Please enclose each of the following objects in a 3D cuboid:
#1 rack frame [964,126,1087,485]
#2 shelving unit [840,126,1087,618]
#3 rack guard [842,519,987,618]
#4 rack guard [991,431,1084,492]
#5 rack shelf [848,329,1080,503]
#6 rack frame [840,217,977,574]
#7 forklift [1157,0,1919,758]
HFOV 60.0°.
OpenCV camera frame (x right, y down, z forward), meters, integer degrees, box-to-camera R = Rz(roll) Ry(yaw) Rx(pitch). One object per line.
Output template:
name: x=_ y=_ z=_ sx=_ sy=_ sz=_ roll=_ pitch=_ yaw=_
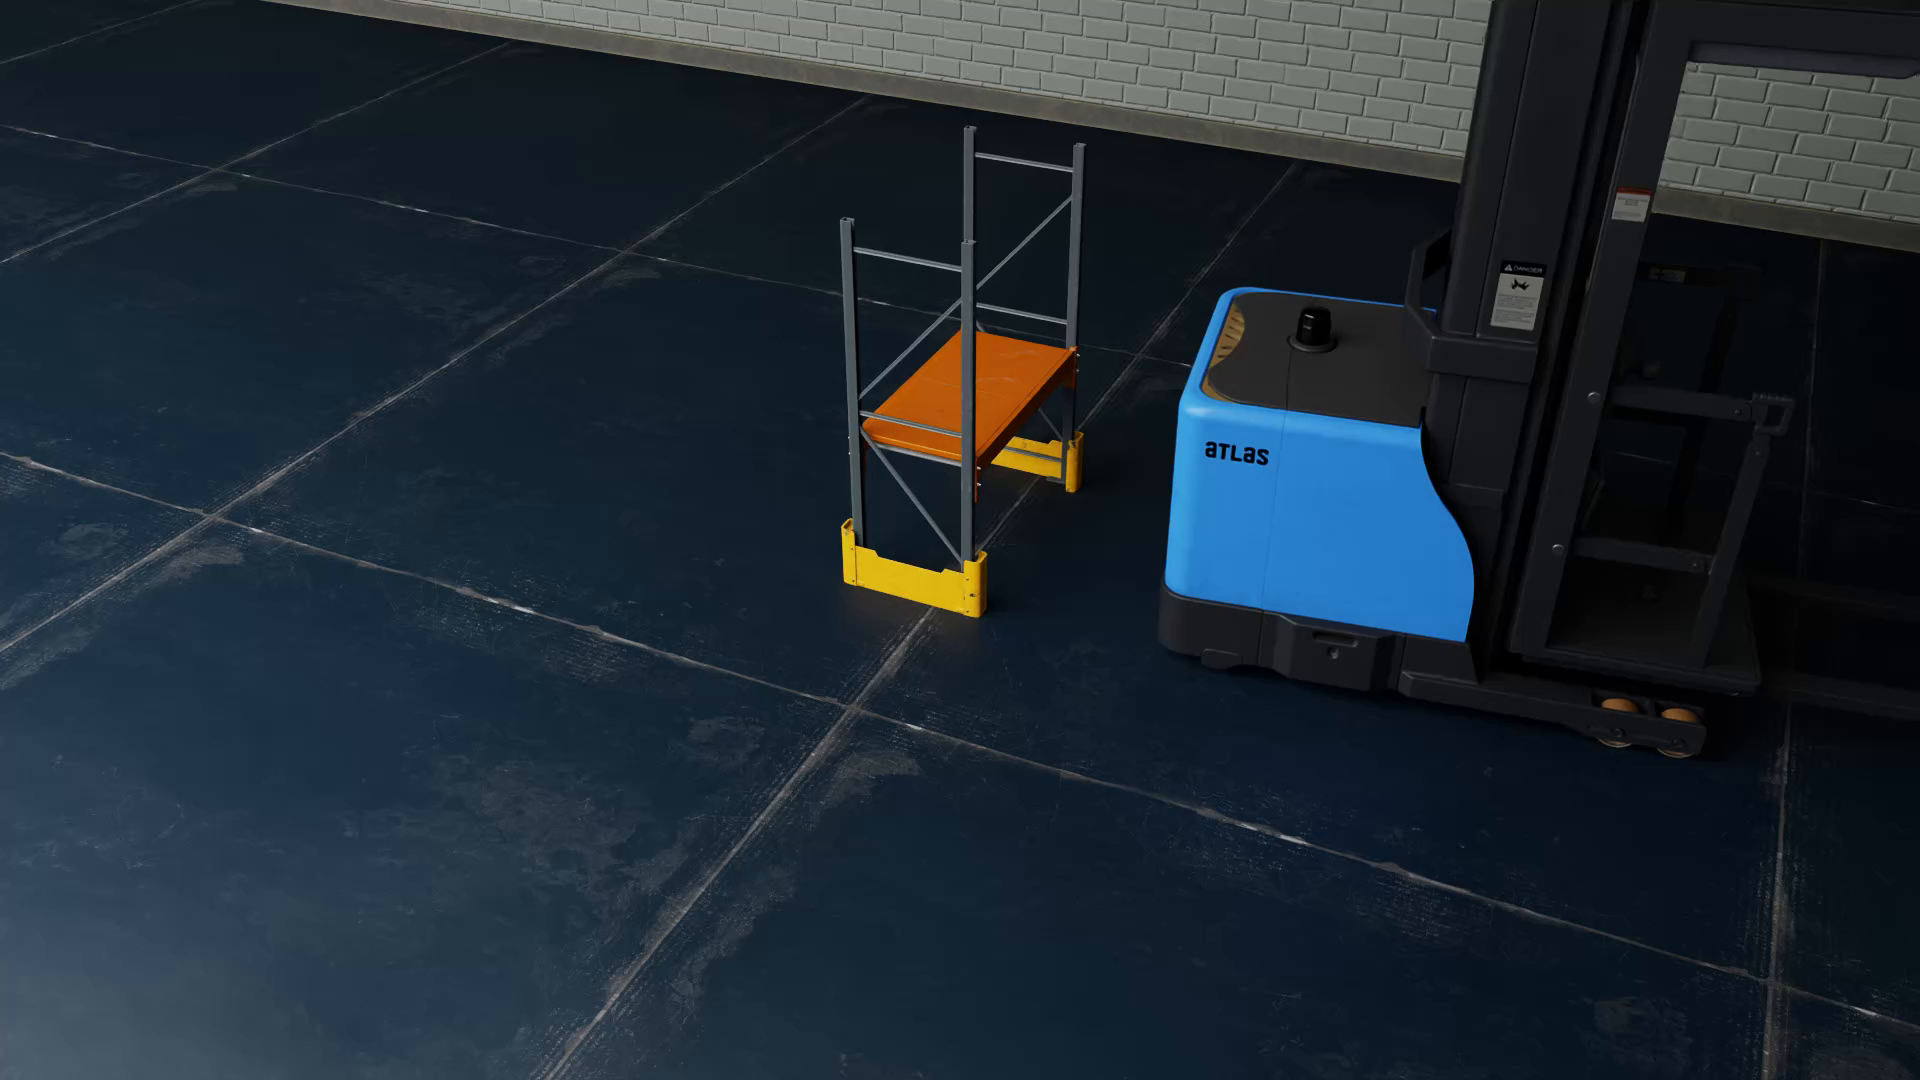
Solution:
rack frame: x=0.248 y=-0.923 z=6.790 sx=0.500 sy=1.500 sz=0.032 roll=14 pitch=36 yaw=20
shelving unit: x=0.032 y=-0.665 z=6.397 sx=0.587 sy=1.500 sz=1.083 roll=14 pitch=36 yaw=20
rack guard: x=-0.176 y=0.106 z=6.361 sx=0.587 sy=0.250 sz=0.087 roll=14 pitch=36 yaw=20
rack guard: x=0.240 y=-0.391 z=7.118 sx=0.587 sy=0.250 sz=0.087 roll=14 pitch=36 yaw=20
rack shelf: x=0.036 y=-0.519 z=6.502 sx=0.538 sy=0.185 sz=1.000 roll=14 pitch=36 yaw=20
rack frame: x=-0.177 y=-0.417 z=6.017 sx=0.500 sy=1.500 sz=0.032 roll=14 pitch=36 yaw=20
forklift: x=2.295 y=-0.815 z=5.320 sx=3.031 sy=2.935 sz=1.130 roll=9 pitch=34 yaw=14
